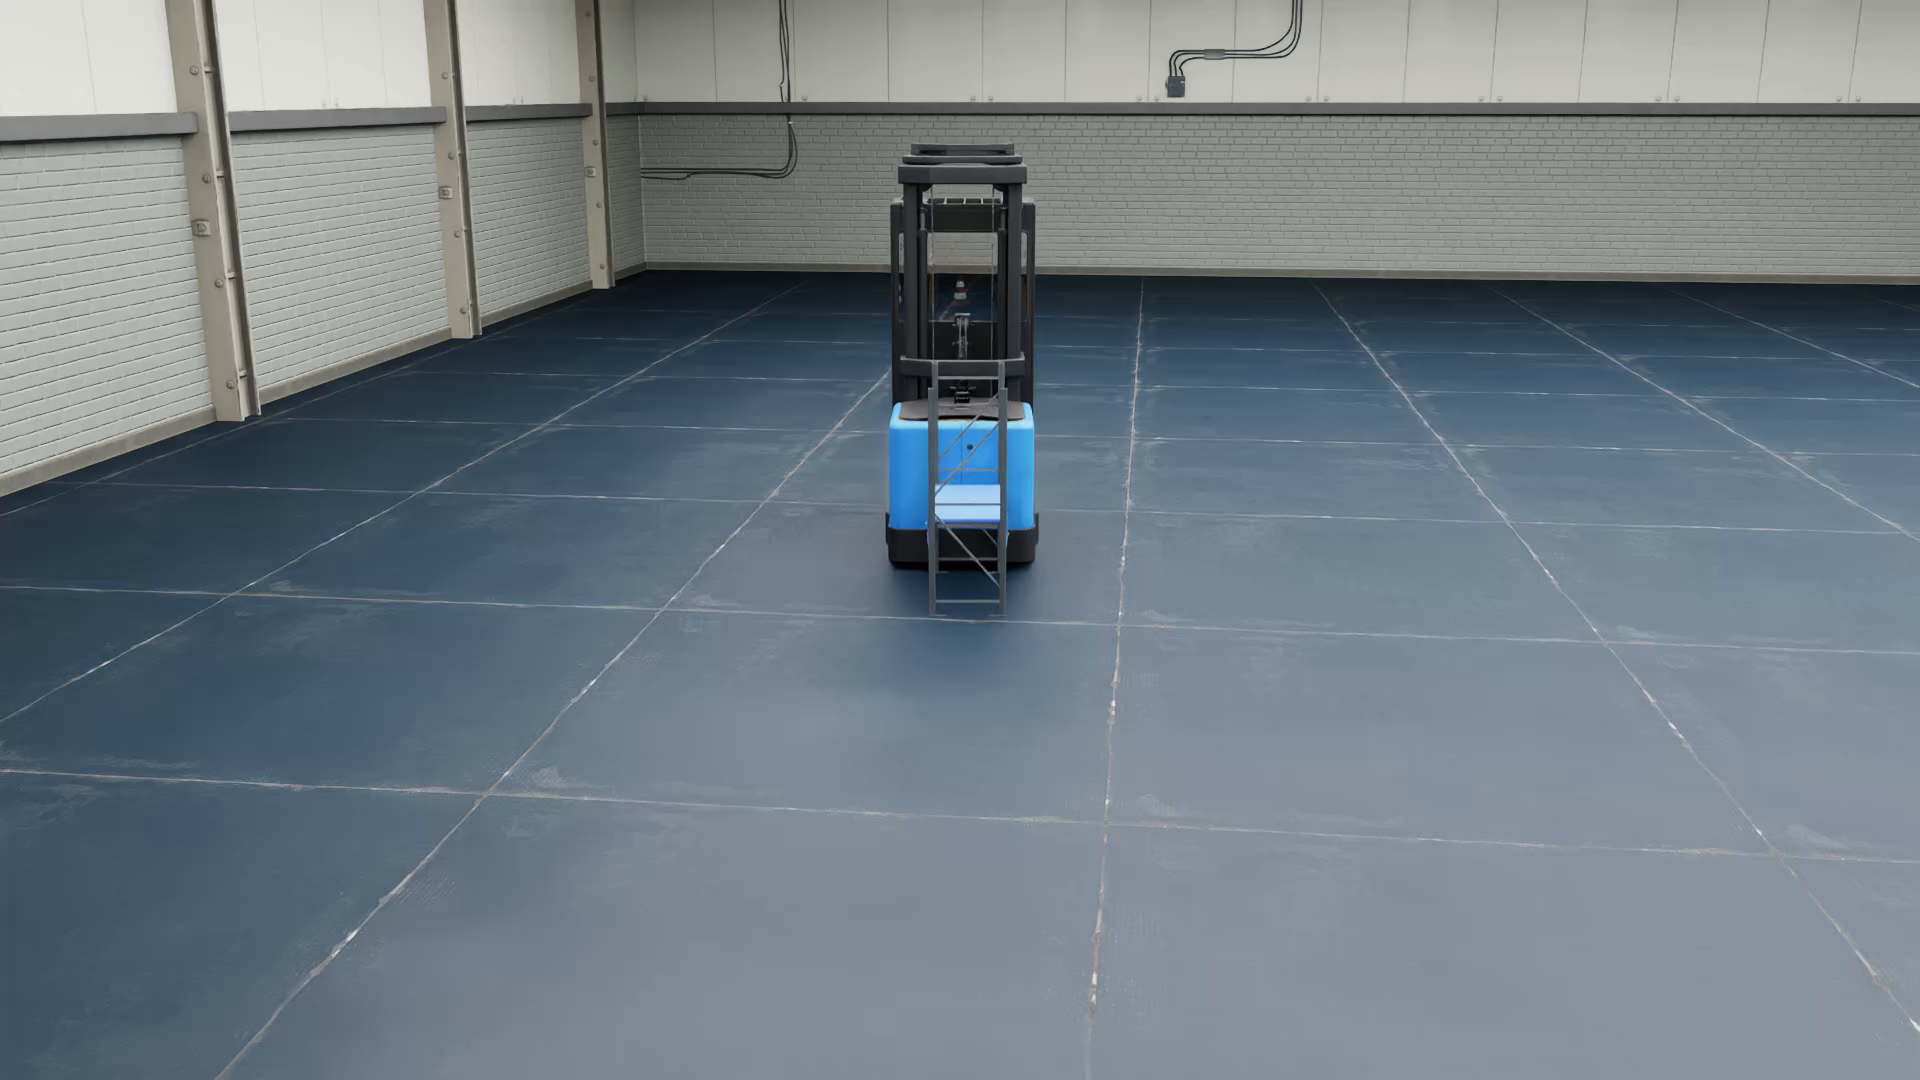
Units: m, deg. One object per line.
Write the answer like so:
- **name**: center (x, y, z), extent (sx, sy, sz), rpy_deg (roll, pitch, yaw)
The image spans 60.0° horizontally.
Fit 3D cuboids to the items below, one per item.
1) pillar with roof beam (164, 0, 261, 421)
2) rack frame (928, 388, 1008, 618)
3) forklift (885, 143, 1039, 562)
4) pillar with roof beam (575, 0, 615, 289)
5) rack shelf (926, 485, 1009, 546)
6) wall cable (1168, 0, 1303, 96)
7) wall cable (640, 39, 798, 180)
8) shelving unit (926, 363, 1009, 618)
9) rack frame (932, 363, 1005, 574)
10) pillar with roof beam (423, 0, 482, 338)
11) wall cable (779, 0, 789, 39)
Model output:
- **pillar with roof beam**: center (-3.282, -5.501, 15.765), extent (9.100, 9.000, 0.400), rpy_deg (2, 15, 6)
- **rack frame**: center (0.048, -0.224, 10.617), extent (0.500, 1.500, 0.032), rpy_deg (0, 15, 0)
- **forklift**: center (0.023, -1.584, 12.904), extent (1.130, 2.935, 3.031), rpy_deg (0, 15, 0)
- **pillar with roof beam**: center (-1.928, -8.613, 27.275), extent (9.100, 9.000, 0.400), rpy_deg (2, 15, 6)
- **rack shelf**: center (0.052, -0.183, 11.155), extent (0.538, 0.185, 1.000), rpy_deg (0, 15, 0)
- **wall cable**: center (4.871, -10.823, 28.932), extent (2.305, 6.003, 0.169), rpy_deg (2, 15, 6)
- **wall cable**: center (-4.560, -7.966, 30.831), extent (3.097, 2.526, 0.112), rpy_deg (2, 15, 6)
- **shelving unit**: center (0.052, -0.357, 11.108), extent (0.538, 1.500, 1.048), rpy_deg (0, 15, 0)
- **rack frame**: center (0.056, -0.489, 11.599), extent (0.500, 1.500, 0.032), rpy_deg (0, 15, 0)
- **pillar with roof beam**: center (-2.605, -7.057, 21.520), extent (9.100, 9.000, 0.400), rpy_deg (2, 15, 6)
- **wall cable**: center (-1.872, -10.324, 29.877), extent (3.097, 2.526, 0.112), rpy_deg (2, 15, 6)
